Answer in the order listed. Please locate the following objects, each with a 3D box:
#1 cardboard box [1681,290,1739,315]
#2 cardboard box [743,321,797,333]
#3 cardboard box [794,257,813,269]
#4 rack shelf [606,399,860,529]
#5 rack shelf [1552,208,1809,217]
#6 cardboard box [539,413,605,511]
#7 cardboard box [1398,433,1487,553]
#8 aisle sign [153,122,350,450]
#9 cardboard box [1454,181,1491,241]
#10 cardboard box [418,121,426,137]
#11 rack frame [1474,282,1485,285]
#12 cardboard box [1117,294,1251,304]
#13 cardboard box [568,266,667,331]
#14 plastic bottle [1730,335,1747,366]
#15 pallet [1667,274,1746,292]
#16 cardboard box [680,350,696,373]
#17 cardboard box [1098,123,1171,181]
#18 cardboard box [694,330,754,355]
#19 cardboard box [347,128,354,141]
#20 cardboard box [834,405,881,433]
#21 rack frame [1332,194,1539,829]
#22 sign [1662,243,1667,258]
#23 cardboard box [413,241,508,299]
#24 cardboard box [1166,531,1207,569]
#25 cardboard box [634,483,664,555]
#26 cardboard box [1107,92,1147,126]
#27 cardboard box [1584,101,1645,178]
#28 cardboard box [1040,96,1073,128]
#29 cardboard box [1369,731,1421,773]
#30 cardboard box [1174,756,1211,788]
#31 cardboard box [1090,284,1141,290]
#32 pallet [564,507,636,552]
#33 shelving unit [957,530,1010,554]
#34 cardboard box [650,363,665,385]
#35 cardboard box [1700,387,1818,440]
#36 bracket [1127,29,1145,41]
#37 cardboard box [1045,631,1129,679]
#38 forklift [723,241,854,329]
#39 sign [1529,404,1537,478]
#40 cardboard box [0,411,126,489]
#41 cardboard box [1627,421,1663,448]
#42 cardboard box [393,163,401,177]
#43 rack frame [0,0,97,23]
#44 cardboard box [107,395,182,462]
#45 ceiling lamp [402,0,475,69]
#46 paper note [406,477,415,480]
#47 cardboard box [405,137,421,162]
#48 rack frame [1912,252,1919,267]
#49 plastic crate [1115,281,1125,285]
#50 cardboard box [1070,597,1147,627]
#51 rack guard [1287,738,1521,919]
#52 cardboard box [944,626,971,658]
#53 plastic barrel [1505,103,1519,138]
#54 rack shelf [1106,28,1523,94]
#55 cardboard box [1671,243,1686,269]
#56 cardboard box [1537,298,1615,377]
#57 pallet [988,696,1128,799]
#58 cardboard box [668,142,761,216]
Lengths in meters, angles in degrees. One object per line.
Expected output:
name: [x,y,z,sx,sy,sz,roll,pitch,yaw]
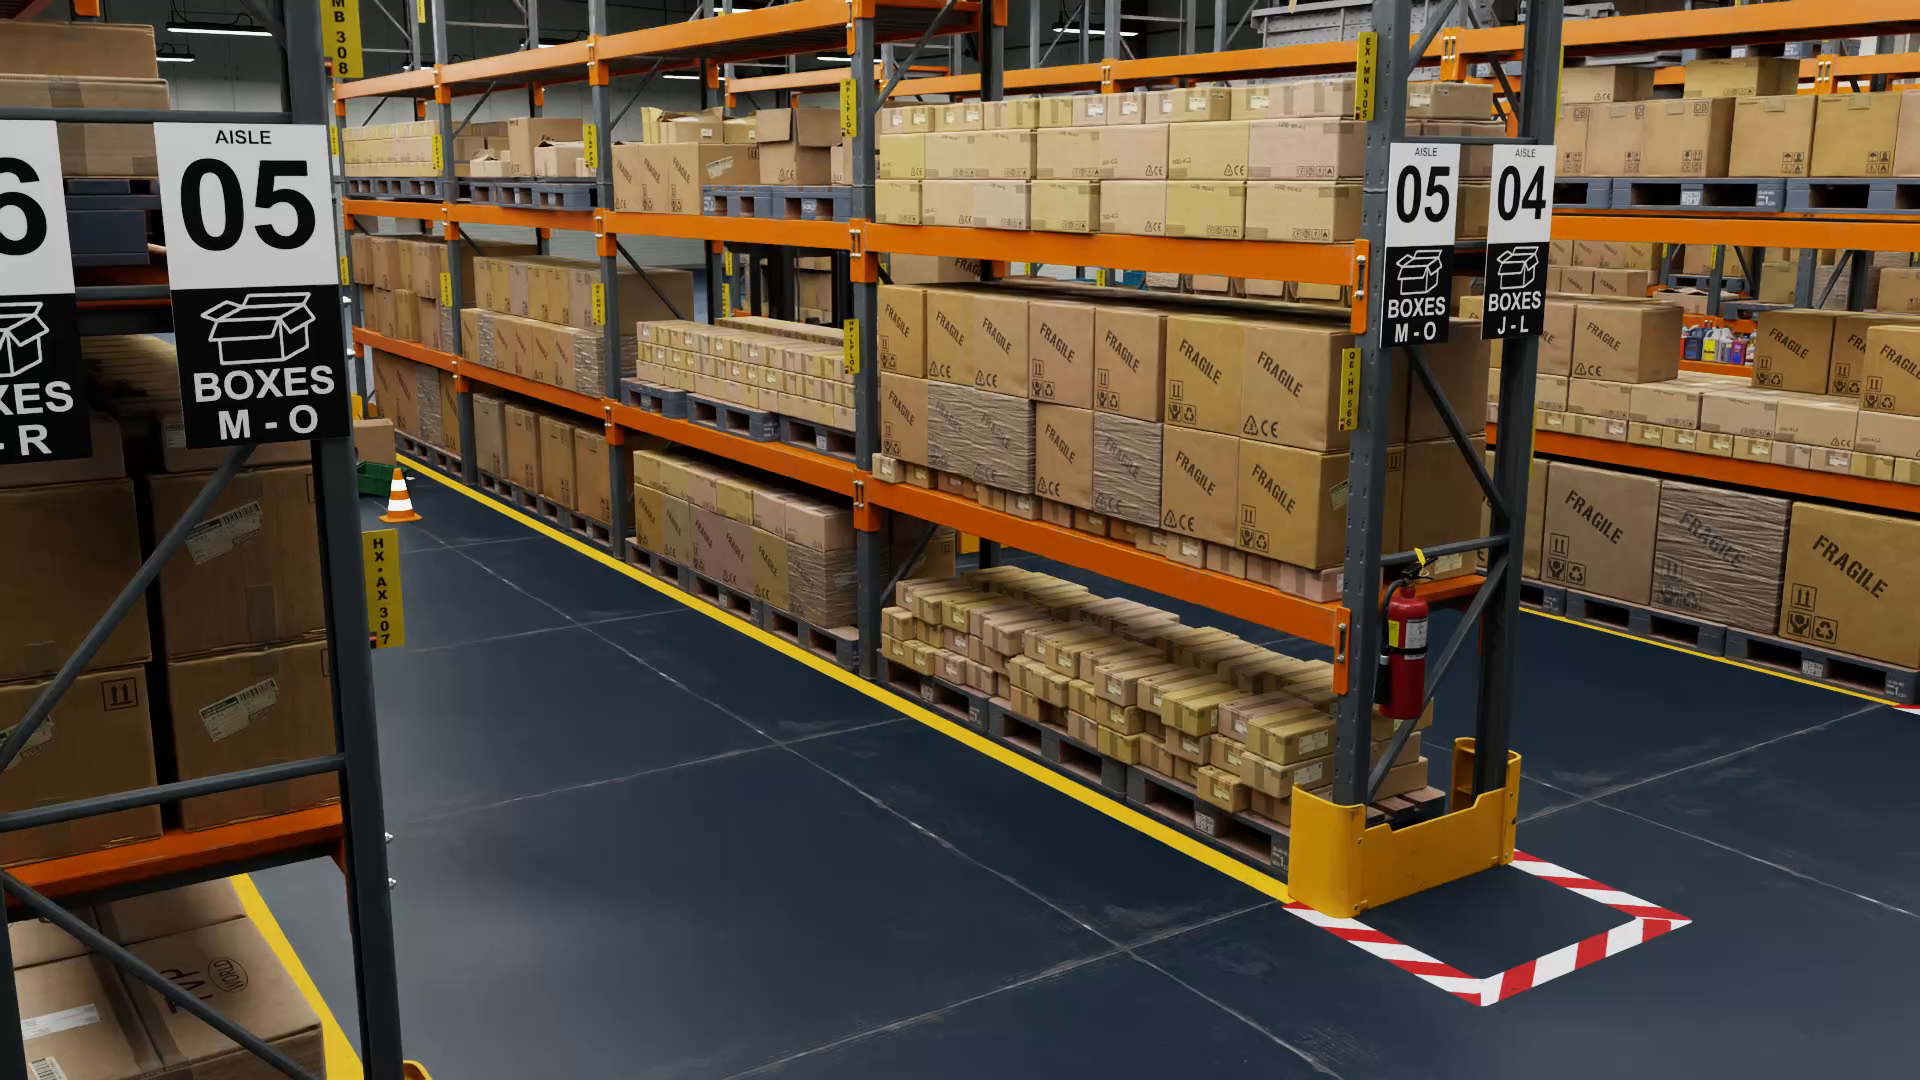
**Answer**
cardboard box: [9.868,-3.134,21.878,0.500,0.311,0.500,-7,14,-29]
cardboard box: [-1.466,-1.615,12.938,0.380,0.149,0.250,-8,14,-31]
cardboard box: [-1.739,-3.644,20.733,0.500,0.500,0.500,-8,15,-33]
rack shelf: [-1.293,-0.659,12.038,1.077,0.370,4.000,-8,15,-33]
rack shelf: [7.015,-3.280,17.001,1.077,0.370,4.000,-8,15,-33]
cardboard box: [-3.151,-0.746,15.037,1.050,0.750,0.750,-8,15,-32]
cardboard box: [2.012,-0.250,7.554,0.500,0.500,0.500,-7,14,-30]
aisle sign: [-1.752,-0.631,4.141,0.394,0.787,0.004,-8,15,-33]
cardboard box: [1.995,-1.446,7.281,0.500,0.250,0.500,-7,14,-31]
cardboard box: [-5.225,-4.136,16.737,0.380,0.149,0.250,-8,15,-33]
rack frame: [7.817,-3.819,24.802,1.000,3.000,0.127,-8,15,-33]
cardboard box: [1.164,-1.012,8.696,0.500,0.500,0.500,-9,15,-35]
cardboard box: [-2.923,-2.074,14.252,0.700,0.500,0.500,-8,15,-34]
plastic bottle: [7.470,-1.821,15.940,0.061,0.283,0.133,-8,15,-33]
pallet: [12.241,-4.159,26.807,1.003,0.211,1.213,-8,15,-33]
cardboard box: [-1.858,-1.344,12.397,0.380,0.149,0.250,-8,15,-33]
cardboard box: [0.998,-1.814,7.794,0.500,0.250,0.500,-8,15,-32]
cardboard box: [-1.725,-1.448,12.172,0.380,0.149,0.250,-7,14,-30]
cardboard box: [-6.776,-4.634,19.012,0.380,0.149,0.250,-8,15,-32]
cardboard box: [-0.570,-0.784,10.533,0.380,0.149,0.250,-8,15,-34]
rack frame: [2.031,0.057,7.082,1.000,3.000,0.127,-8,15,-33]
sign: [11.491,-4.763,27.094,0.100,0.325,0.005,-8,15,-33]
cardboard box: [-5.195,-2.832,17.413,0.875,0.550,0.550,-8,15,-33]
cardboard box: [1.196,0.021,7.834,0.380,0.149,0.250,-8,14,-31]
cardboard box: [-2.222,-0.194,13.097,0.500,0.500,0.500,-9,15,-35]
cardboard box: [0.919,-2.030,7.852,0.380,0.149,0.250,-8,15,-32]
cardboard box: [4.778,-2.764,11.507,0.700,0.500,0.500,-7,14,-30]
cardboard box: [0.619,-2.121,8.266,0.380,0.149,0.250,-9,15,-34]
cardboard box: [1.955,0.975,7.875,0.380,0.149,0.250,-7,14,-30]
cardboard box: [1.264,1.084,8.073,0.380,0.149,0.250,-8,15,-33]
cardboard box: [1.451,-2.281,16.553,0.500,0.500,0.500,-10,16,-40]
pallet: [-2.775,-0.153,14.568,1.003,0.211,1.213,-8,15,-33]
shelving unit: [-0.042,-0.746,14.264,0.587,1.500,1.083,-8,15,-33]
cardboard box: [-2.173,-1.297,12.879,0.380,0.149,0.250,-7,14,-30]
cardboard box: [5.164,-0.820,10.746,0.500,0.250,0.500,-9,15,-35]
bracket: [4.116,-11.802,38.843,0.235,0.232,0.430,-8,15,-33]
cardboard box: [0.678,0.609,8.854,0.380,0.149,0.250,-8,15,-32]
forklift: [-1.721,-2.070,16.968,1.130,2.935,3.031,-8,15,-31]
sign: [2.483,-0.431,7.283,0.100,0.325,0.005,-8,15,-33]
cardboard box: [-2.399,-0.234,4.317,0.380,0.149,0.250,-8,15,-32]
cardboard box: [4.752,-0.732,11.277,0.380,0.149,0.250,-9,15,-34]
cardboard box: [-5.793,-3.928,17.650,0.380,0.149,0.250,-8,15,-33]
rack frame: [-4.250,-2.982,6.933,1.000,3.000,0.127,-8,15,-33]
cardboard box: [-2.204,-0.328,4.747,0.380,0.149,0.250,-8,14,-31]
ceiling lamp: [-13.890,-14.070,43.972,2.000,3.185,0.800,-8,15,-33]
paper note: [-5.744,-0.640,17.215,0.142,0.020,0.147,4,13,16]
cardboard box: [-5.384,-4.016,17.122,0.500,0.250,0.500,-8,15,-33]
rack frame: [14.155,-3.694,24.234,1.000,3.000,0.127,-8,15,-33]
plastic crate: [2.356,-3.702,24.617,0.499,0.251,0.408,-8,15,-33]
cardboard box: [0.853,0.451,9.574,0.380,0.149,0.250,-9,15,-35]
rack guard: [1.989,1.264,7.411,1.175,0.500,0.348,-8,15,-33]
cardboard box: [0.129,0.563,9.759,0.380,0.149,0.250,-8,15,-33]
plastic barrel: [6.219,-4.301,17.997,0.600,0.830,0.708,-8,15,-33]
rack shelf: [2.892,-3.964,14.043,1.077,0.370,4.000,-8,15,-33]
cardboard box: [11.852,-4.817,27.916,0.500,0.500,0.500,-9,15,-34]
cardboard box: [4.319,-1.458,11.909,0.500,0.500,0.500,-8,15,-33]
pallet: [0.897,1.040,9.113,1.003,0.211,1.213,-8,15,-33]
cardboard box: [-1.742,-2.571,11.842,0.500,0.500,0.500,-8,15,-33]
